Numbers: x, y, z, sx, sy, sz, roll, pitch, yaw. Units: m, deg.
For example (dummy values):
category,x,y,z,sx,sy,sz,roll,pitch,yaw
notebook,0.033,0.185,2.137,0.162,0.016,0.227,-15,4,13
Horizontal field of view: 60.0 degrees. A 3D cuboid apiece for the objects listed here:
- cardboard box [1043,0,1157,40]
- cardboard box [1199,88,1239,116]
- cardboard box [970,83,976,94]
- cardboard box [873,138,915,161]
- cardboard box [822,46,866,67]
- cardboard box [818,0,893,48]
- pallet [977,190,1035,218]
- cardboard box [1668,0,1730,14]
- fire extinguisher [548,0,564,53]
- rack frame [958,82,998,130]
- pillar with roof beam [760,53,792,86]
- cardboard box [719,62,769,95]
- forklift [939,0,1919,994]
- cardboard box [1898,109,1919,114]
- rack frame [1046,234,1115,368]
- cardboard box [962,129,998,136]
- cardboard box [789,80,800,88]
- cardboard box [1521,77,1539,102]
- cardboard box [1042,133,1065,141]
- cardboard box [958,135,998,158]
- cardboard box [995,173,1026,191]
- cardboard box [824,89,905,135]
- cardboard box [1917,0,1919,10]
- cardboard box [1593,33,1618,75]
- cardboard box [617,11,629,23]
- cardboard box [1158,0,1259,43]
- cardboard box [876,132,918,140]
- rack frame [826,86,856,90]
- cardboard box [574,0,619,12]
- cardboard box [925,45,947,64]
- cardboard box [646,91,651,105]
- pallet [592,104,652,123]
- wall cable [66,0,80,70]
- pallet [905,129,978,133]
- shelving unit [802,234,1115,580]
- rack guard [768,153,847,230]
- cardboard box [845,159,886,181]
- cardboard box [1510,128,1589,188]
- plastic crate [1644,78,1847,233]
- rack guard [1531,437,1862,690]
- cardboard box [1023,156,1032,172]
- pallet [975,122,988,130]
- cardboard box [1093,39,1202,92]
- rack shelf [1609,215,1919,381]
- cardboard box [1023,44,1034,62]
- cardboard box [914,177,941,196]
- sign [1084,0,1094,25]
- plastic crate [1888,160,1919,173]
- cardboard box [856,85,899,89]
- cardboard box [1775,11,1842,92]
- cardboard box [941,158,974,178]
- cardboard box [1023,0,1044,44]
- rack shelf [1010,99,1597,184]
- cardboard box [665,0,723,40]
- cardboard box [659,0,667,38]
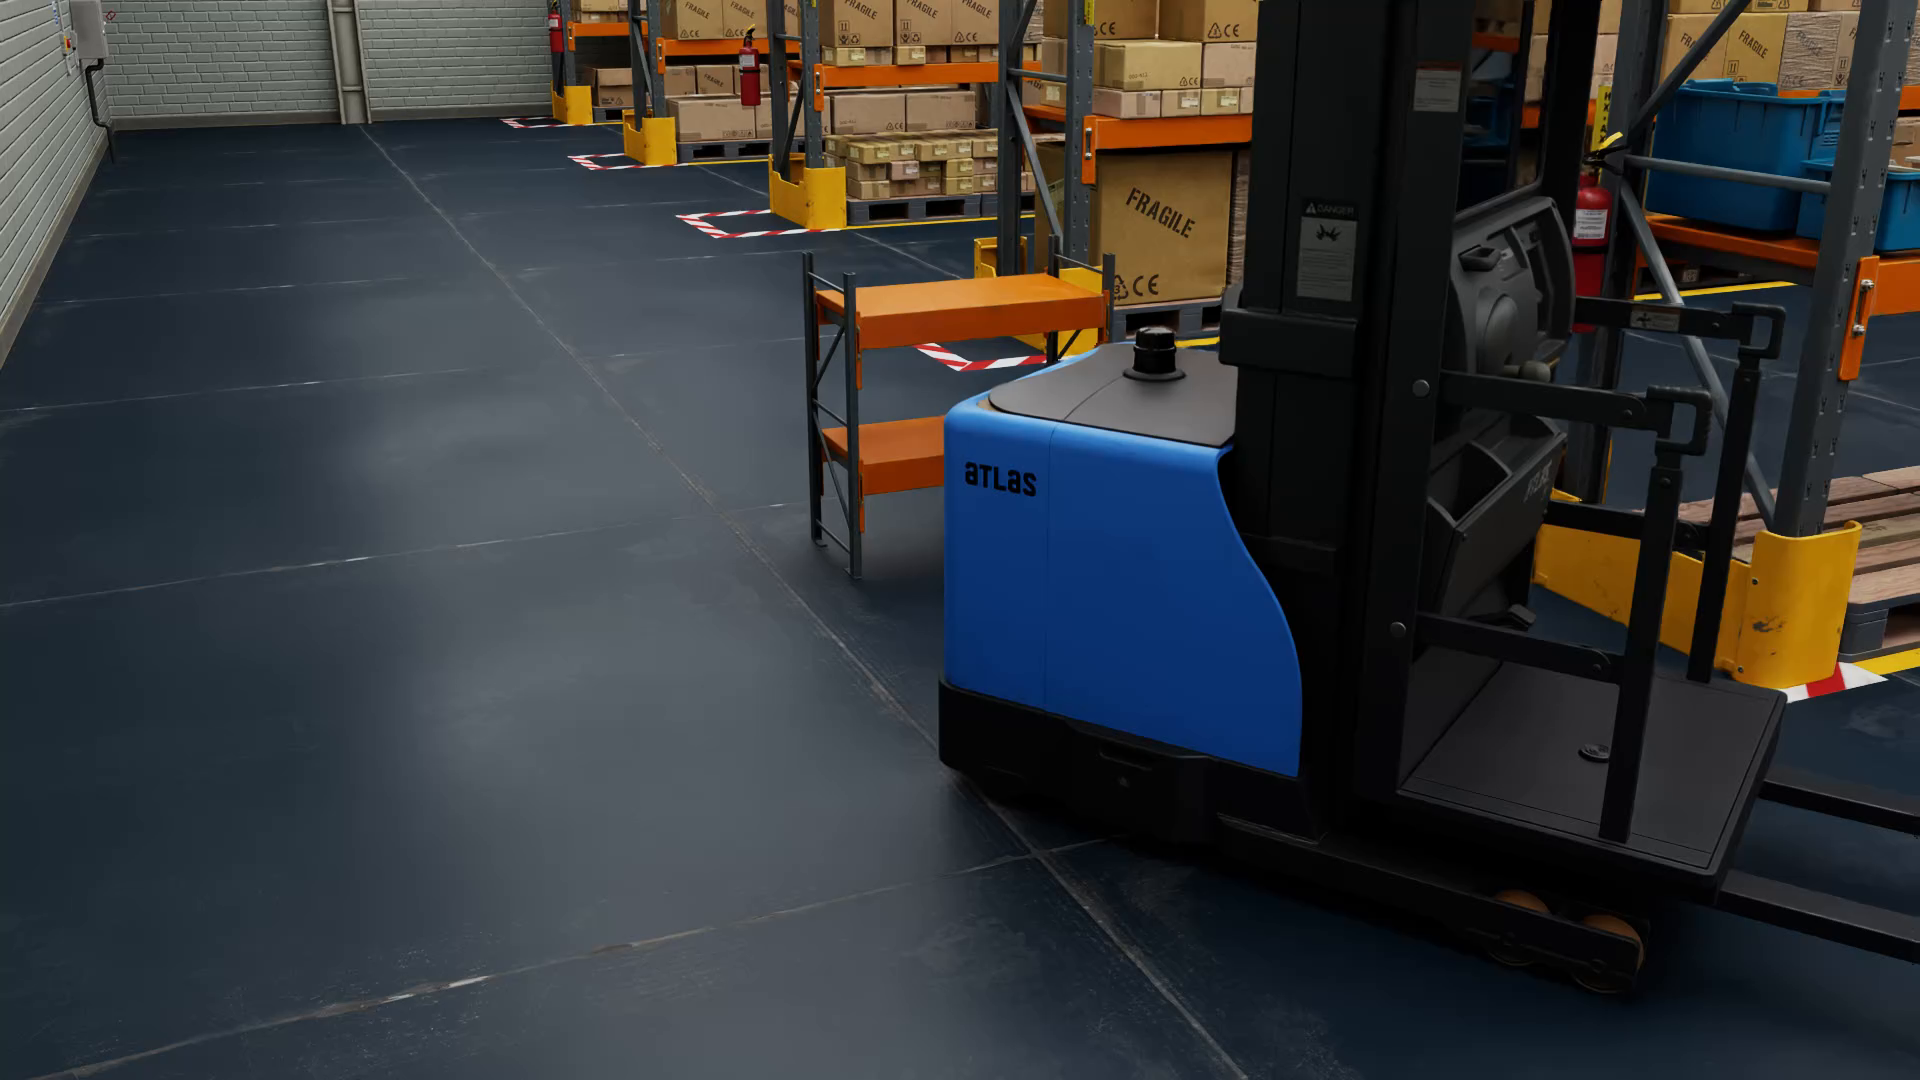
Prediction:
category,x,y,z,sx,sy,sz,roll,pitch,yaw
cardboard box,0.823,-3.225,9.812,0.500,0.500,0.500,-8,21,-21
cardboard box,1.407,-2.553,9.634,0.250,0.149,0.380,-9,21,-23
cardboard box,0.215,-6.936,24.837,0.500,0.500,0.500,-9,21,-24
cardboard box,-0.571,-3.355,14.299,0.250,0.149,0.380,-8,21,-21
cardboard box,-0.964,-4.007,13.764,0.250,0.149,0.380,-8,21,-22
cardboard box,-0.870,-4.345,13.748,0.500,0.500,0.500,-7,21,-19
pallet,0.557,-3.133,15.102,1.213,0.211,1.003,-8,21,-22
cardboard box,4.736,-3.790,11.109,0.637,0.503,0.797,-9,21,-23
fire extinguisher,-5.367,-6.820,22.052,0.183,0.674,0.296,-8,21,-22
rack frame,0.228,-6.205,19.629,0.127,3.000,1.000,-8,21,-22
pillar with roof beam,-1.033,-9.419,19.723,0.400,9.000,9.100,-8,21,-22
cardboard box,-3.062,-6.500,23.598,0.500,0.500,0.700,-9,21,-24
forklift,1.459,-0.582,3.763,3.031,2.935,1.130,12,23,31
cardboard box,7.184,-2.821,12.584,0.875,0.875,1.225,-9,21,-24
rack frame,0.461,-0.597,6.523,0.032,1.125,0.500,-8,21,-22
cardboard box,0.208,-3.620,15.051,0.250,0.149,0.380,-9,21,-24
cardboard box,-2.442,-6.634,24.262,0.500,0.311,0.500,-7,21,-20
cardboard box,3.531,-2.857,10.498,0.250,0.149,0.380,-9,21,-23
cardboard box,0.889,-3.523,14.776,0.250,0.149,0.380,-9,21,-24
cardboard box,0.165,-3.441,14.542,0.250,0.149,0.380,-7,21,-20
cardboard box,0.387,-3.171,14.671,0.250,0.149,0.380,-9,21,-25
cardboard box,-1.213,-5.027,19.508,0.875,0.438,0.875,-9,21,-24
cardboard box,6.549,-4.054,11.857,0.637,0.503,0.797,-8,21,-21
cardboard box,3.852,-3.115,10.630,0.500,0.250,0.500,-9,21,-23
cardboard box,-4.561,-7.126,22.623,0.250,0.149,0.380,-8,21,-23
cardboard box,1.487,-3.127,9.535,0.500,0.500,0.500,-9,21,-23
cardboard box,-0.565,-3.552,14.859,0.250,0.149,0.380,-9,21,-23
rack frame,-1.742,-7.719,23.927,0.127,3.000,1.000,-8,21,-22
cardboard box,-4.891,-7.239,22.344,0.500,0.250,0.500,-8,21,-22
cardboard box,-0.295,-4.148,14.165,0.250,0.149,0.380,-7,21,-19
cardboard box,-4.410,-6.141,23.108,0.250,0.149,0.380,-9,21,-24
pallet,-4.613,-5.992,23.223,1.213,0.211,1.003,-8,21,-22
wall cable,-9.186,-5.840,17.063,0.122,1.984,0.588,-8,21,-22
pallet,-0.502,-4.814,19.876,1.213,0.211,1.003,-8,21,-22
shelving unit,-0.006,-0.530,6.333,1.048,1.125,0.538,-8,21,-22
rack guard,-1.322,-3.014,14.329,0.348,0.500,1.175,-8,21,-22
cardboard box,-0.809,-3.167,14.213,0.250,0.149,0.380,-7,21,-20
cardboard box,3.515,-2.317,11.152,0.875,0.875,0.875,-8,21,-22
plastic crate,2.676,-1.293,5.533,0.499,0.435,0.616,-8,21,-22
rack guard,2.425,0.039,5.657,0.348,0.500,1.175,-8,21,-22
cardboard box,0.624,-3.391,14.848,0.250,0.149,0.380,-7,21,-19
pallet,0.906,-5.015,20.446,1.213,0.211,1.003,-8,21,-22
cardboard box,1.028,-2.707,9.473,0.500,0.250,0.500,-9,21,-23
rack shelf,4.278,-1.070,6.129,4.000,0.370,1.077,-8,21,-22
cardboard box,0.448,-4.228,14.391,0.250,0.149,0.380,-7,21,-20
cardboard box,-0.351,-3.102,14.475,0.250,0.149,0.380,-8,21,-21
sign,0.695,-2.933,8.912,0.005,0.325,0.100,-8,21,-22
plastic crate,3.391,-1.247,5.853,0.243,0.136,0.396,-8,21,-22
cardboard box,-1.209,-6.733,24.258,0.500,0.500,0.500,-7,21,-20
cardboard box,5.595,-3.347,11.360,0.500,0.500,0.500,-9,21,-23
cardboard box,-0.067,-3.246,14.437,0.250,0.149,0.380,-7,21,-20
cardboard box,0.532,-4.553,14.338,0.500,0.500,0.500,-9,21,-23
rack shelf,2.317,-2.581,10.419,4.000,0.370,1.077,-8,21,-22
cardboard box,-2.891,-5.702,18.049,0.500,0.500,0.500,-8,21,-22
cardboard box,-3.107,-5.870,18.528,0.500,0.500,0.500,-8,21,-22
